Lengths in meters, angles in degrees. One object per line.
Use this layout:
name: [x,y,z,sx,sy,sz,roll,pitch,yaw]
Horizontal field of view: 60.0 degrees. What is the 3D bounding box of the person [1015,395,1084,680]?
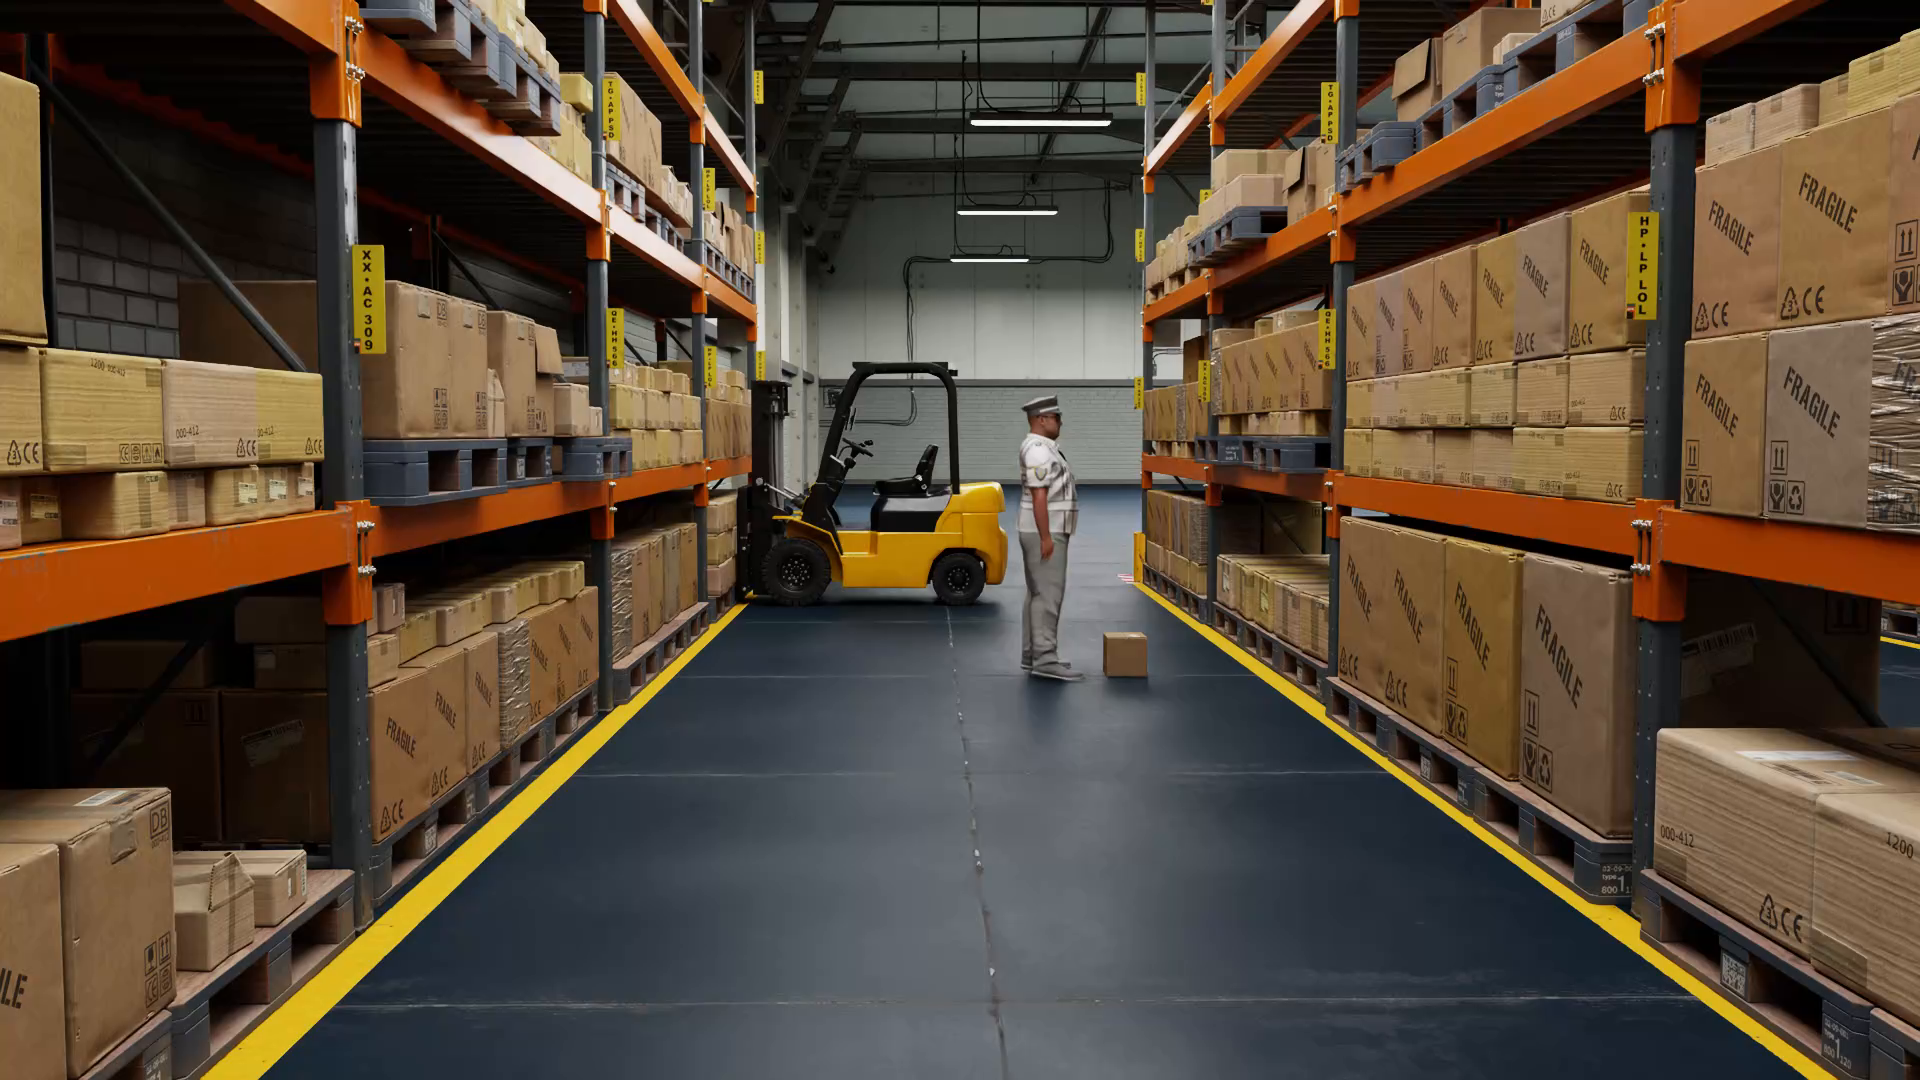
person: [0.560,-0.025,10.498,0.418,1.777,0.536,0,4,-1]
